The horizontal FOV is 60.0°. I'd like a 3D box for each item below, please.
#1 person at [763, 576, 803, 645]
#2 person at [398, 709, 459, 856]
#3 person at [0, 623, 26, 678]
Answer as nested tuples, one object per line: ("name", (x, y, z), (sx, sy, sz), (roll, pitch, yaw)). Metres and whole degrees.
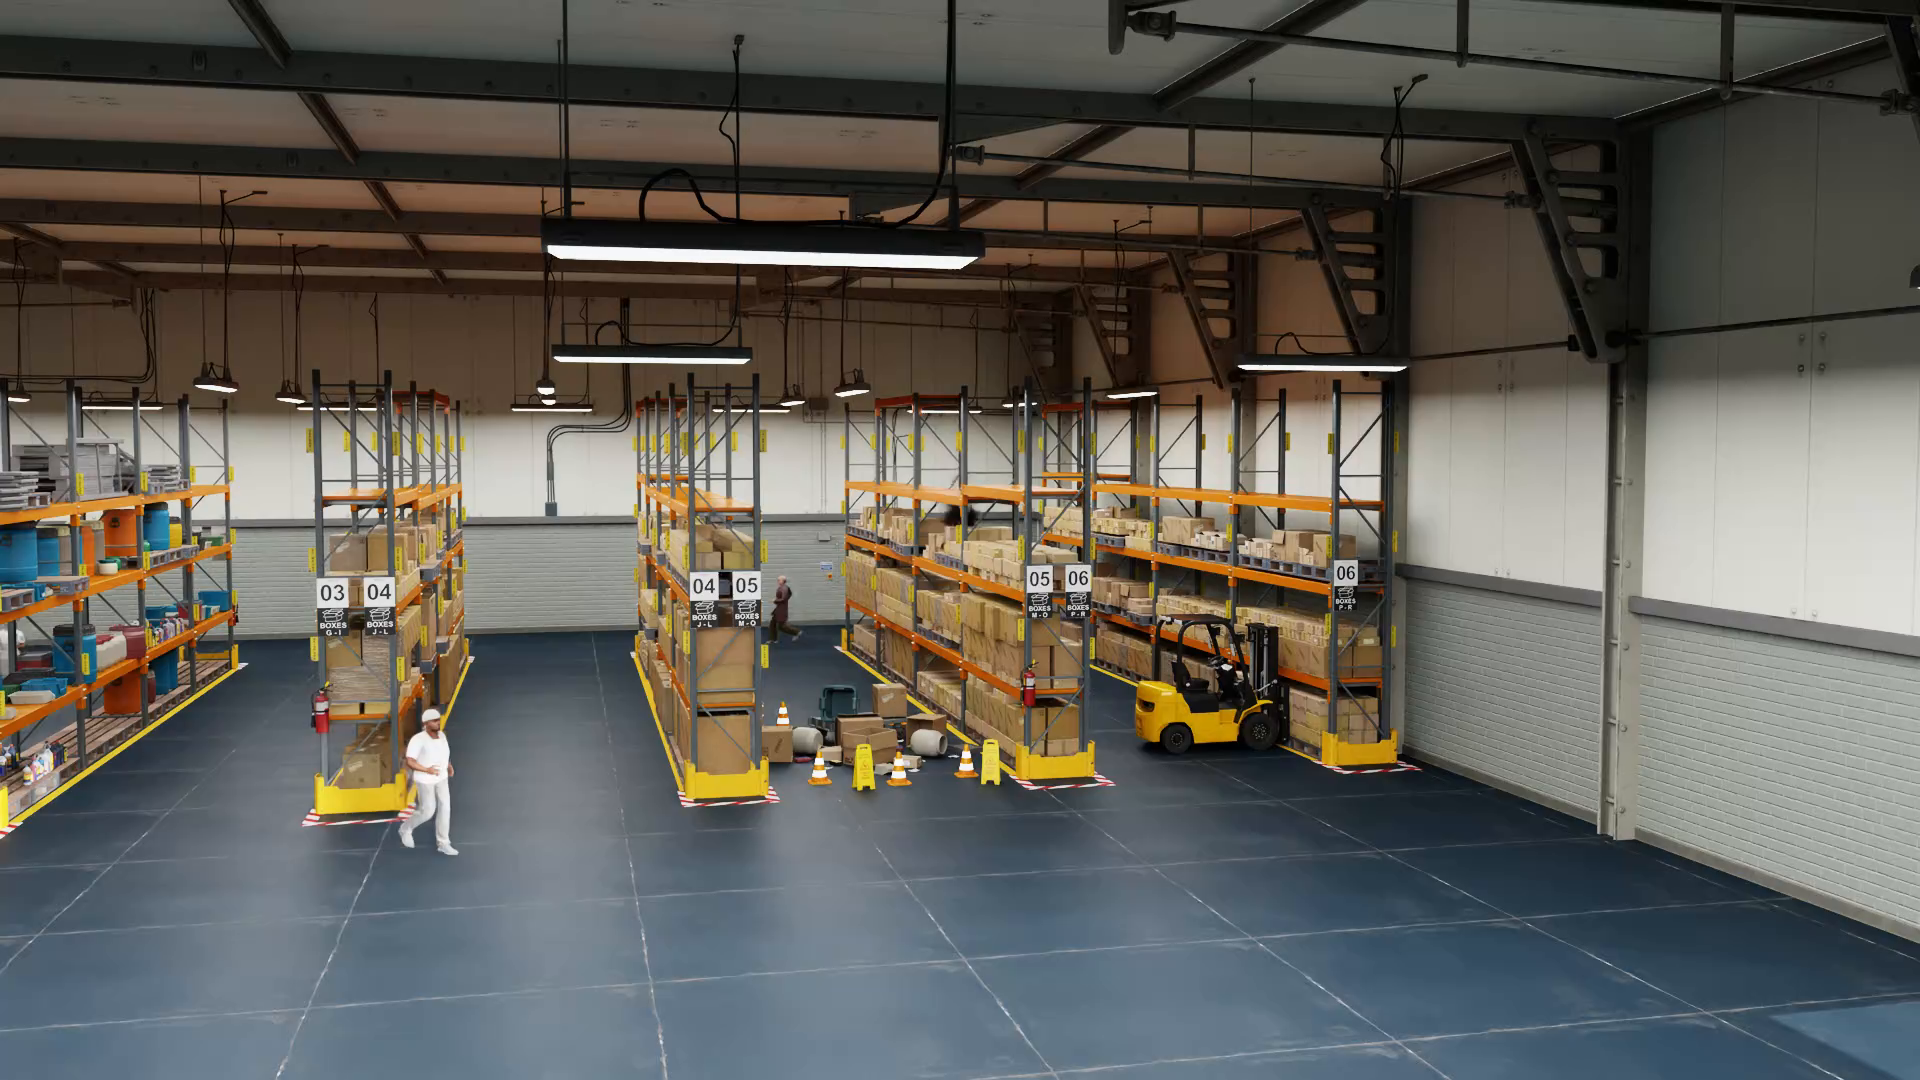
("person", (-4.401, 1.863, 41.328), (0.972, 1.571, 0.732), (0, 3, -8))
("person", (-6.490, 2.948, 20.355), (0.837, 1.775, 0.725), (2, 4, 26))
("person", (-18.179, 2.261, 31.807), (0.556, 1.641, 0.804), (-2, 4, -29))
